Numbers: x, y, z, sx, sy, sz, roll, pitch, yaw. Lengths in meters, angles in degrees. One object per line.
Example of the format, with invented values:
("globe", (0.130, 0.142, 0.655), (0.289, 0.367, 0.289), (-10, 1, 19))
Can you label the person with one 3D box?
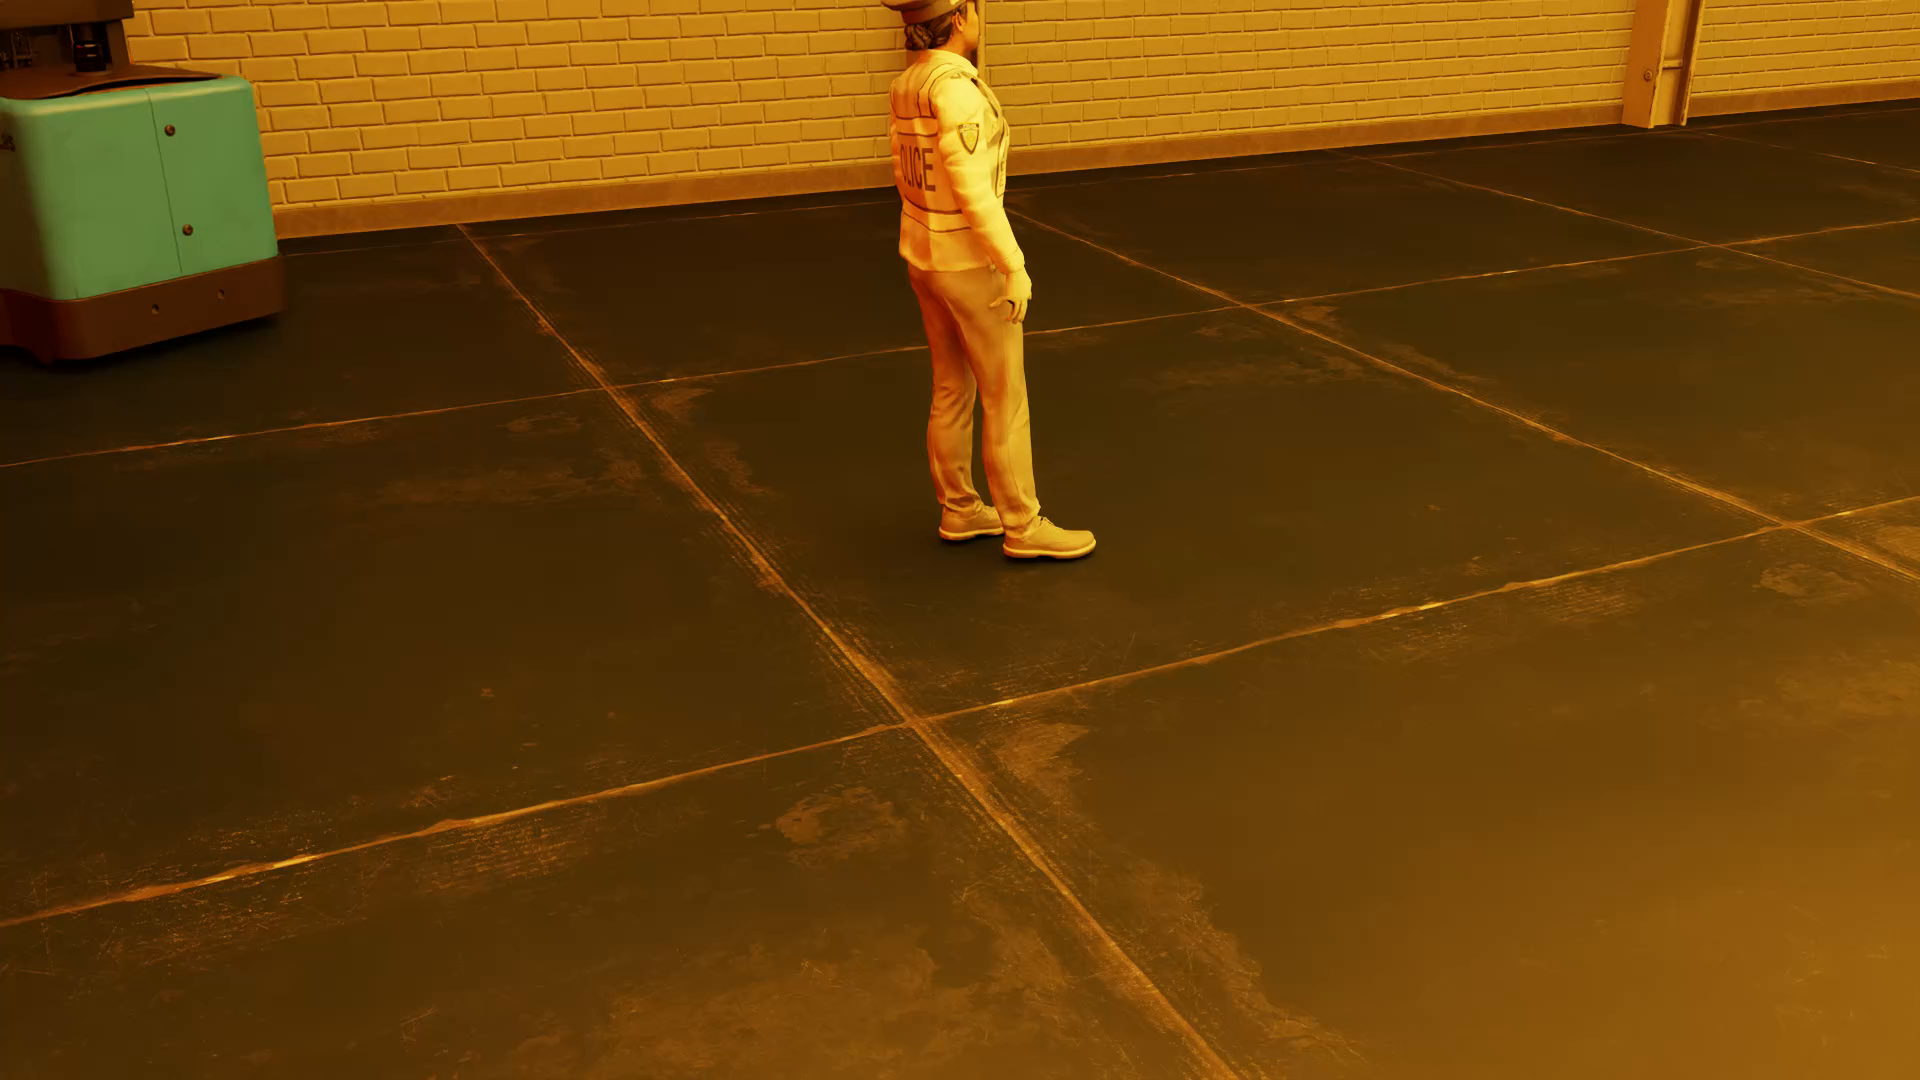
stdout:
("person", (0.065, -0.798, 4.800), (0.531, 1.695, 0.588), (-10, 25, -23))

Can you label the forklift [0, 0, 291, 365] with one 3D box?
("forklift", (-4.489, -2.482, 7.262), (3.031, 2.935, 1.130), (14, 27, 31))
